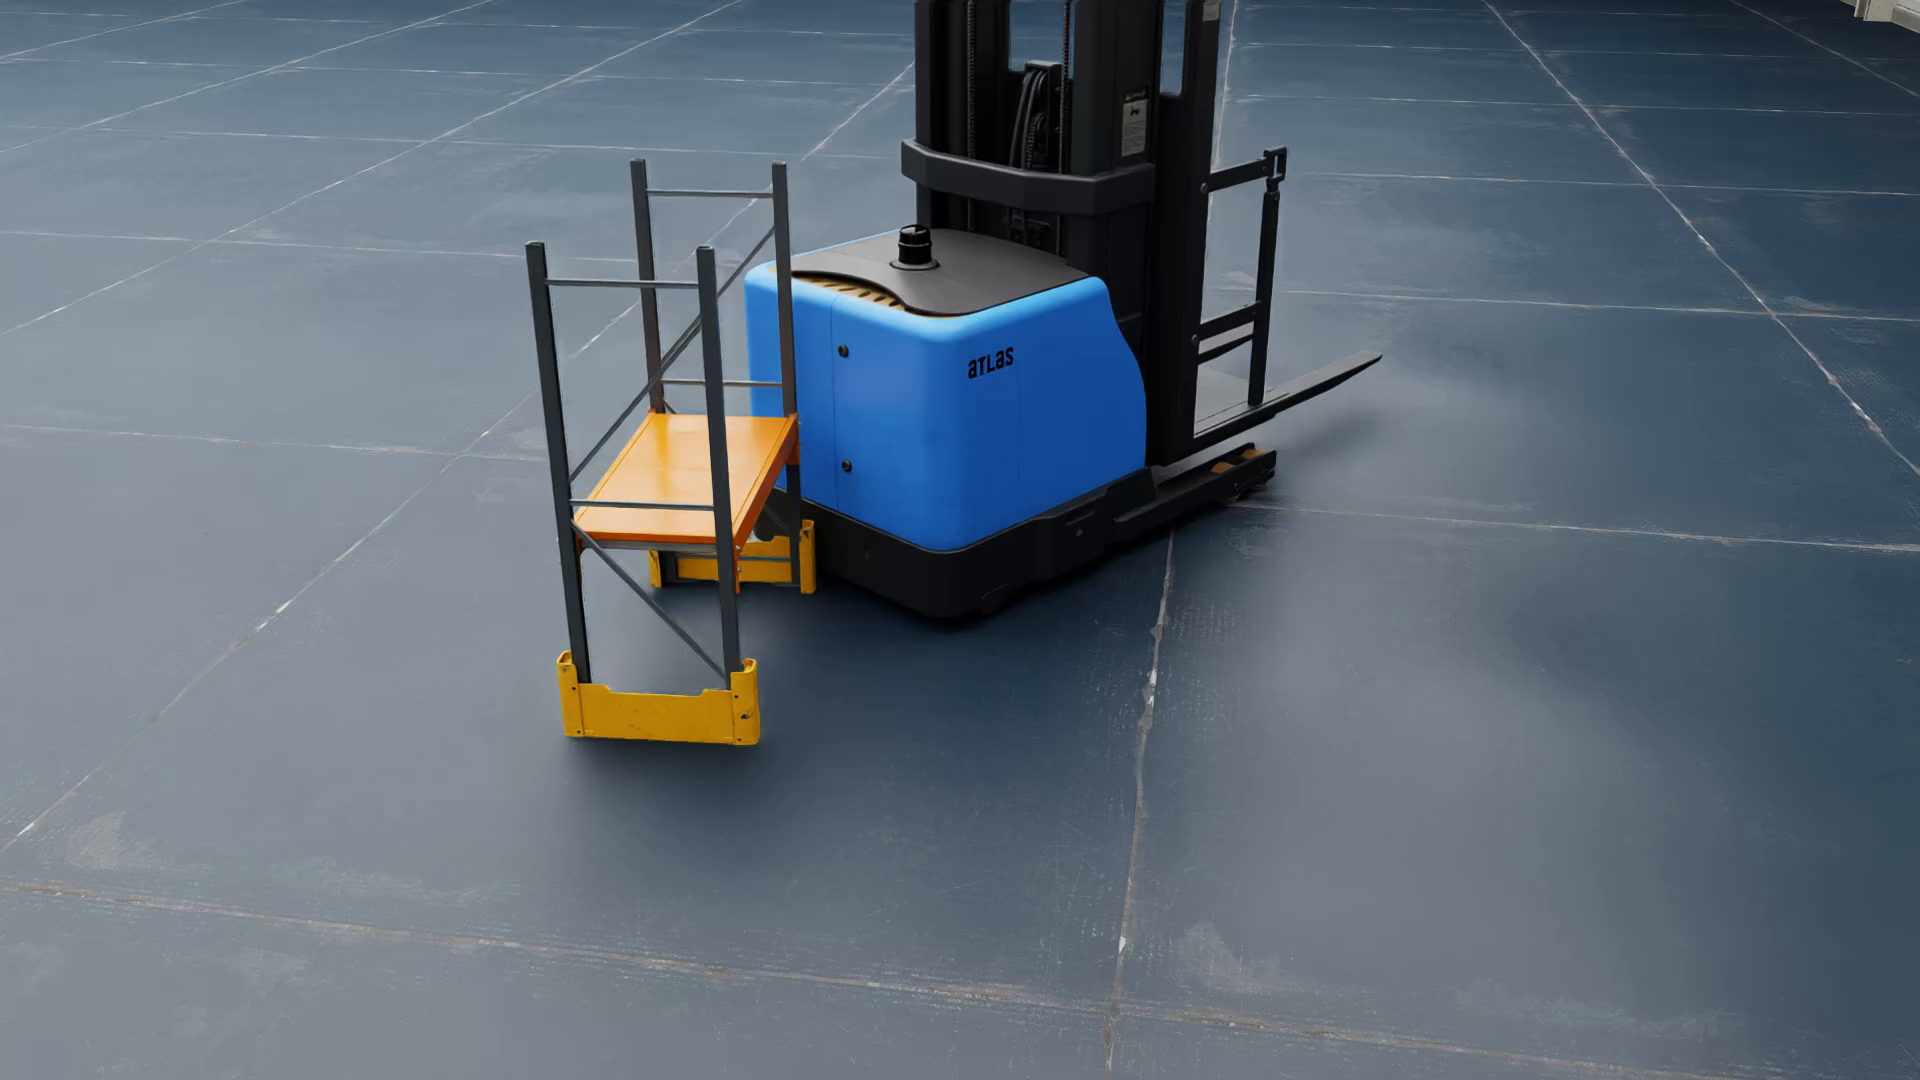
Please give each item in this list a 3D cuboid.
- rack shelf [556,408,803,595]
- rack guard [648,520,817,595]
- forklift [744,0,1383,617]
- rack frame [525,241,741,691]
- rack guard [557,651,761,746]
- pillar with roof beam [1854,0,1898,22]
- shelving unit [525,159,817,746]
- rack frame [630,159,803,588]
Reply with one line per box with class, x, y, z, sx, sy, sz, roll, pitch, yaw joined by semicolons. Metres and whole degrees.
rack shelf;-0.847;-0.146;5.218;0.538;0.185;1.000;2;25;5
rack guard;-0.802;0.050;5.848;0.587;0.250;0.087;2;25;5
forklift;0.623;-1.601;6.214;1.130;2.935;3.031;22;33;39
rack frame;-0.894;-0.095;4.683;0.500;1.500;0.032;2;25;5
rack guard;-0.894;0.471;4.949;0.587;0.250;0.087;2;25;5
pillar with roof beam;6.144;-10.301;17.641;9.100;9.000;0.400;4;25;9
shelving unit;-0.848;-0.306;5.134;0.587;1.500;1.083;2;25;5
rack frame;-0.801;-0.524;5.600;0.500;1.500;0.032;2;25;5
